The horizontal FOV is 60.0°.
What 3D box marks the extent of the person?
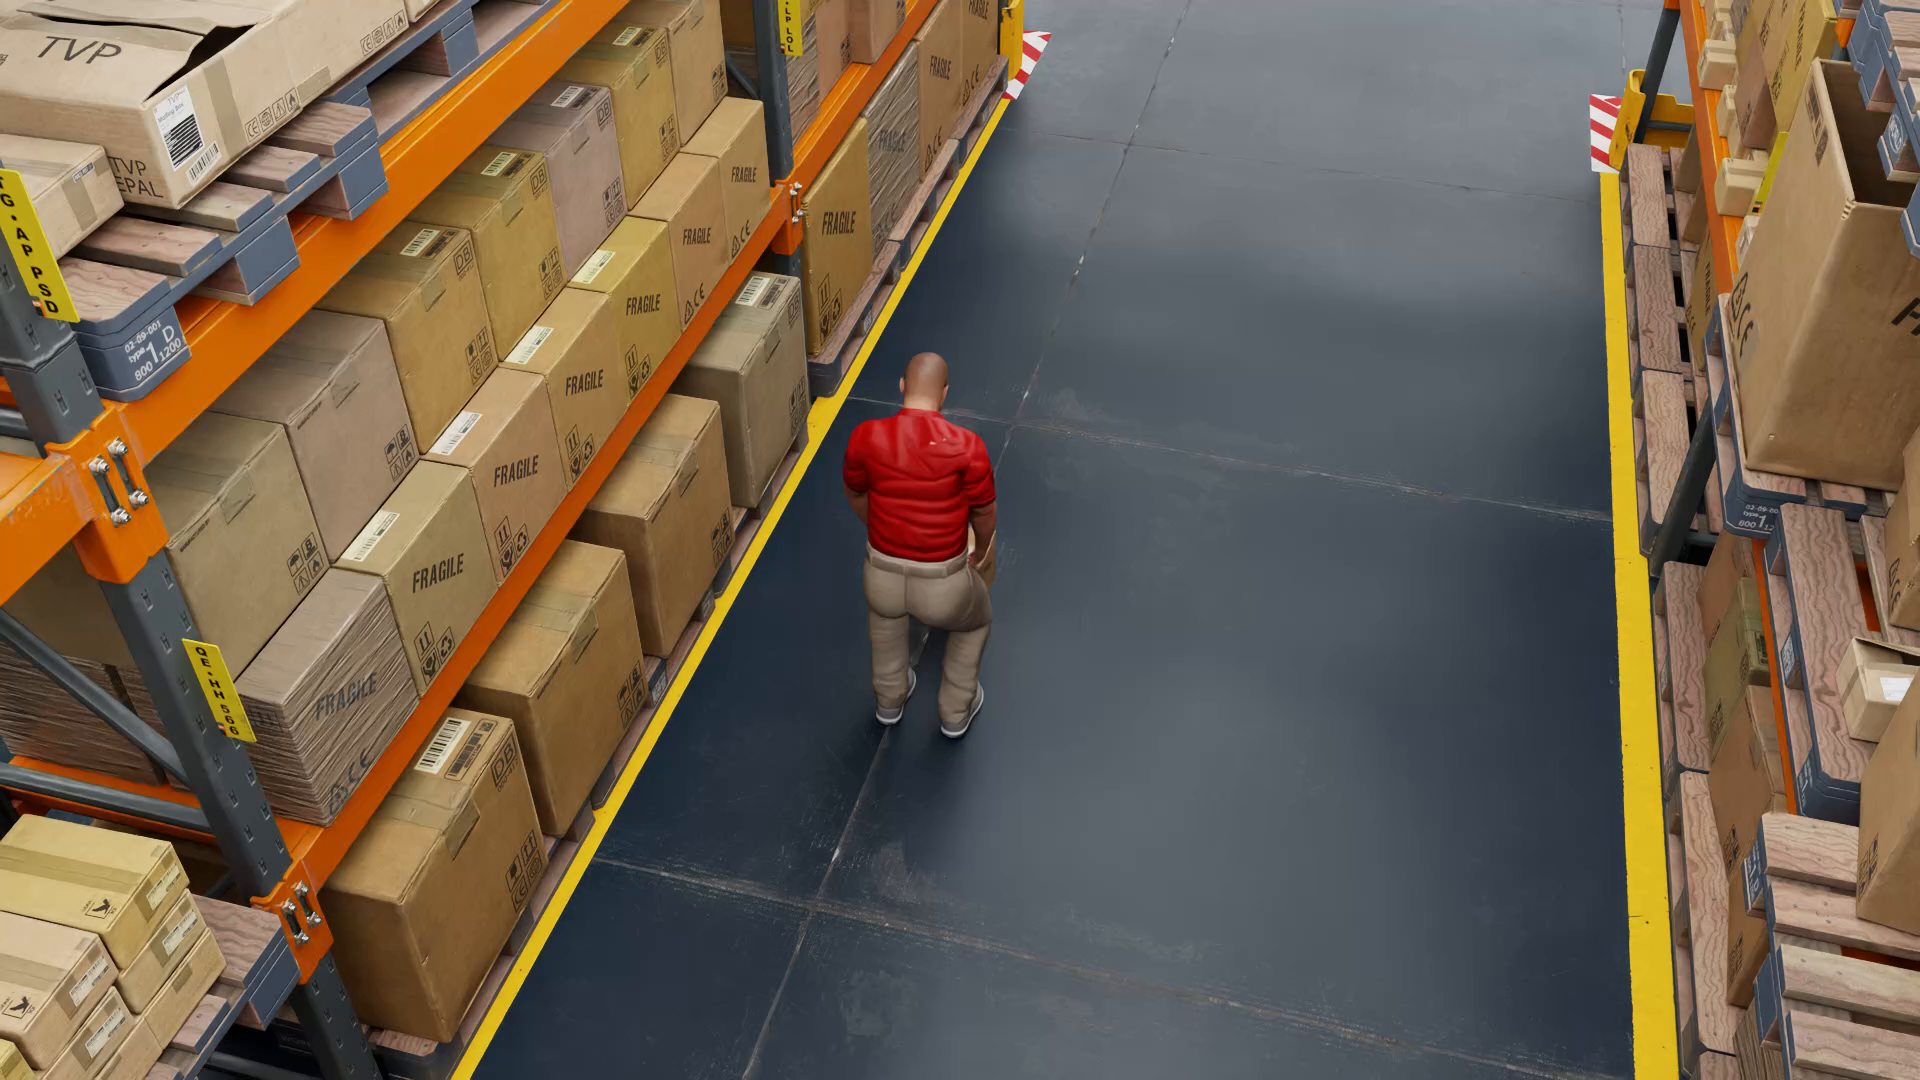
[{"bbox_3d":[-0.162,0.065,6.230,0.581,1.566,0.574,10,42,12],"label":"person"}]
